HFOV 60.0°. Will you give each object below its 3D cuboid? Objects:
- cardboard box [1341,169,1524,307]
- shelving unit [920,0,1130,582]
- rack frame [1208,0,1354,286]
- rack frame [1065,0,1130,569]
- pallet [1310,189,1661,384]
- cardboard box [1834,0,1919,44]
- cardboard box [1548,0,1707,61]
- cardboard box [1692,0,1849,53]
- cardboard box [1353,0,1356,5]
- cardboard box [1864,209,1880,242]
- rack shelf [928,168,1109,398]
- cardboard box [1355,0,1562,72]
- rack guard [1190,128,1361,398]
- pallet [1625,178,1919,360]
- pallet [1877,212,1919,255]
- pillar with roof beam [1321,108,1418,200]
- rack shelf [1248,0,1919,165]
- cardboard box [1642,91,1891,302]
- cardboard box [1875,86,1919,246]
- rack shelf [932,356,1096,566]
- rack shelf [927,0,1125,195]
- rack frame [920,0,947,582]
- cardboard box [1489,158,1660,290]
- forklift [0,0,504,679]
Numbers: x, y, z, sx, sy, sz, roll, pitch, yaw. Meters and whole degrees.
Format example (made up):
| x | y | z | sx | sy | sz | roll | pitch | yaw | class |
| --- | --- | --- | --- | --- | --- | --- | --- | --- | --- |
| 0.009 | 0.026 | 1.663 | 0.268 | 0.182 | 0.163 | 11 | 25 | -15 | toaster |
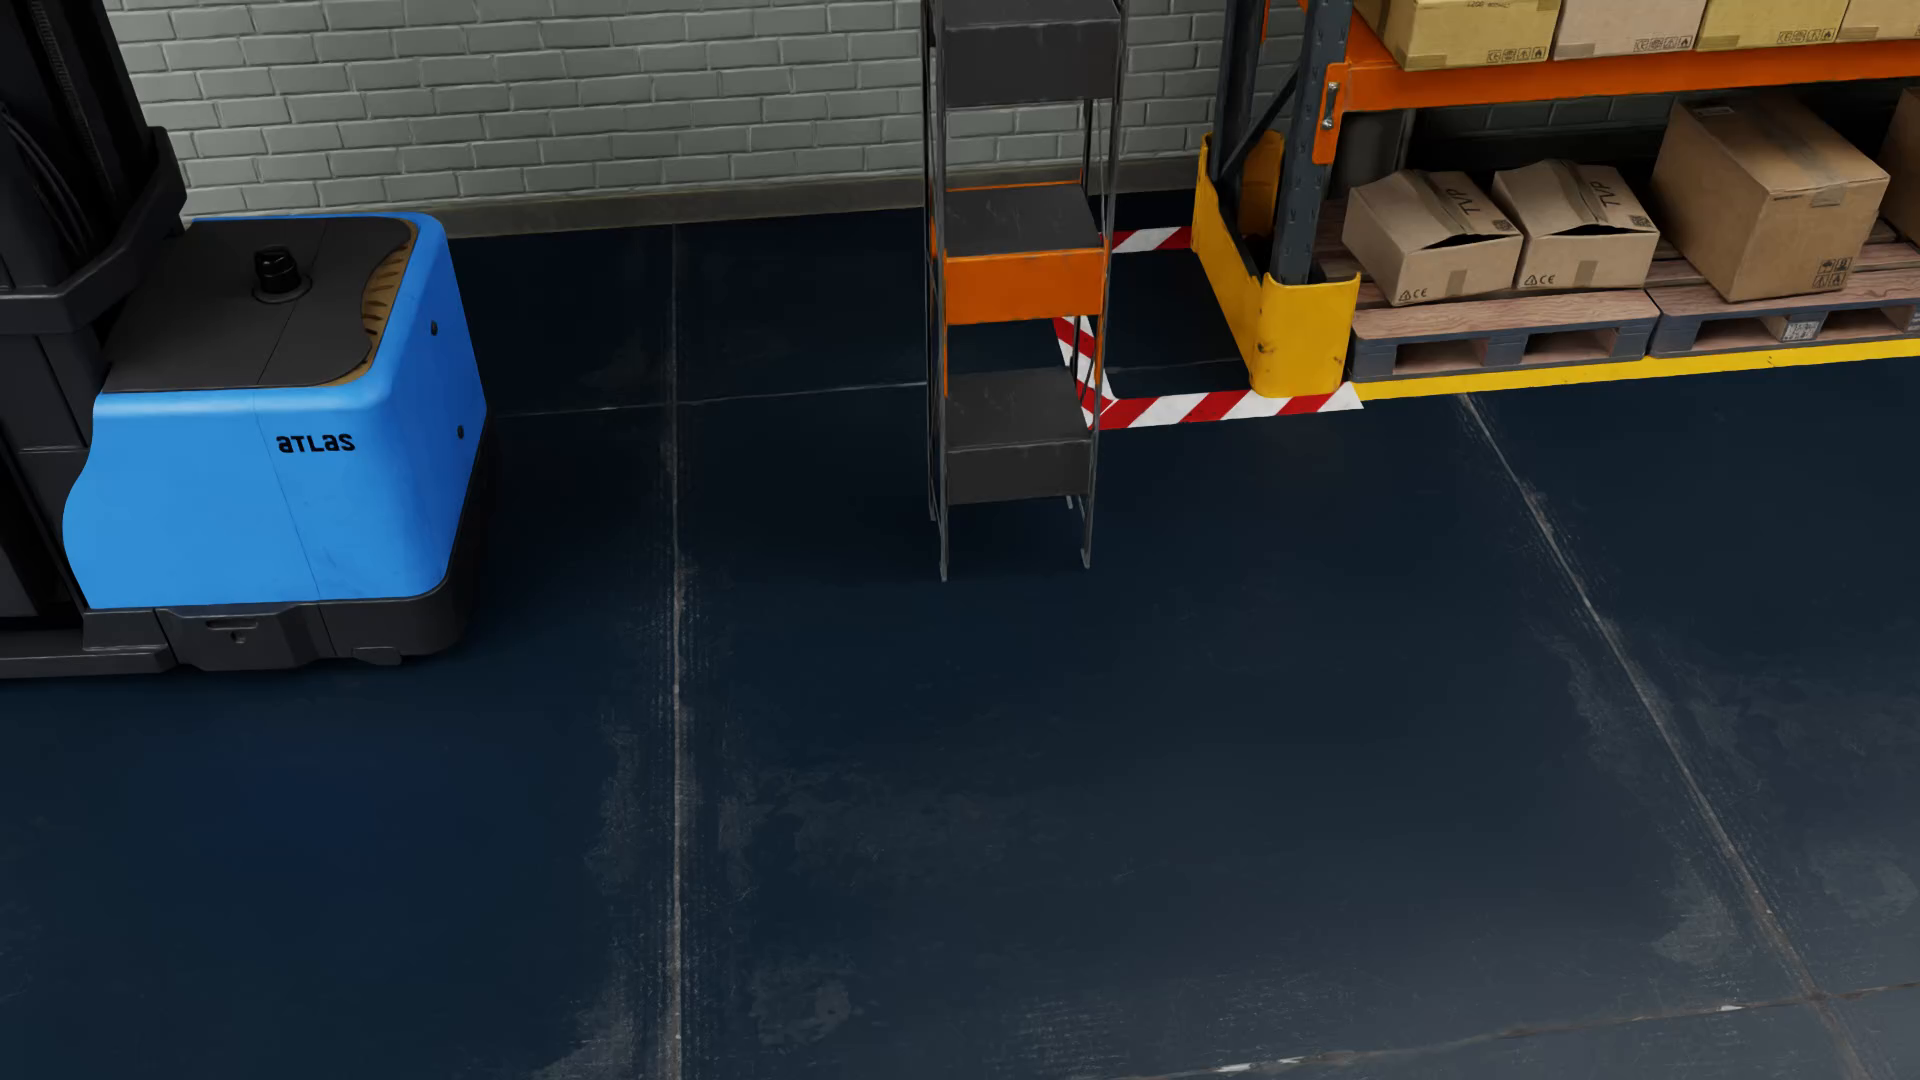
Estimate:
| x | y | z | sx | sy | sz | roll | pitch | yaw | class |
| --- | --- | --- | --- | --- | --- | --- | --- | --- | --- |
| 1.852 | -1.212 | 6.533 | 0.500 | 0.311 | 0.500 | -9 | 43 | -10 | cardboard box |
| 0.164 | -0.794 | 5.063 | 0.503 | 2.100 | 0.431 | -5 | 42 | -6 | shelving unit |
| 1.154 | -2.047 | 5.780 | 0.127 | 3.000 | 1.000 | -5 | 42 | -6 | rack frame |
| 0.406 | -0.815 | 5.086 | 0.015 | 2.100 | 0.400 | -5 | 42 | -6 | rack frame |
| 2.040 | -1.065 | 6.773 | 1.213 | 0.211 | 1.003 | -5 | 42 | -6 | pallet |
| 3.200 | -1.967 | 5.788 | 0.500 | 0.250 | 0.500 | -5 | 42 | -5 | cardboard box |
| 2.192 | -1.885 | 5.697 | 0.500 | 0.250 | 0.500 | -6 | 42 | -7 | cardboard box |
| 2.698 | -1.925 | 5.741 | 0.500 | 0.250 | 0.500 | -6 | 42 | -6 | cardboard box |
| 1.592 | -2.168 | 6.011 | 0.500 | 0.250 | 0.500 | -4 | 42 | -5 | cardboard box |
| 3.532 | -1.373 | 6.833 | 0.250 | 0.149 | 0.380 | -8 | 43 | -9 | cardboard box |
| 0.164 | -0.784 | 5.072 | 0.480 | 0.518 | 0.431 | -5 | 42 | -6 | rack shelf |
| 1.679 | -1.830 | 5.636 | 0.500 | 0.250 | 0.500 | -6 | 42 | -7 | cardboard box |
| 1.229 | -1.125 | 6.624 | 0.348 | 0.500 | 1.175 | -5 | 42 | -6 | rack guard |
| 3.247 | -1.169 | 6.888 | 1.213 | 0.211 | 1.003 | -5 | 42 | -6 | pallet |
| 4.459 | -1.277 | 7.008 | 1.213 | 0.211 | 1.003 | -5 | 42 | -6 | pallet |
| 2.294 | -2.051 | 1.305 | 0.400 | 9.000 | 9.100 | -5 | 42 | -6 | pillar with roof beam |
| 3.137 | -1.953 | 6.213 | 4.000 | 0.370 | 1.077 | -5 | 42 | -6 | rack shelf |
| 3.151 | -1.362 | 6.558 | 0.500 | 0.500 | 0.700 | -7 | 43 | -8 | cardboard box |
| 4.096 | -1.513 | 6.725 | 0.500 | 0.500 | 0.500 | -8 | 43 | -9 | cardboard box |
| 0.164 | -0.264 | 5.541 | 0.480 | 0.518 | 0.431 | -5 | 42 | -6 | rack shelf |
| 0.164 | -1.304 | 4.603 | 0.480 | 0.518 | 0.431 | -5 | 42 | -6 | rack shelf |
| -0.078 | -0.773 | 5.039 | 0.015 | 2.100 | 0.400 | -5 | 42 | -6 | rack frame |
| 2.417 | -1.261 | 6.588 | 0.500 | 0.311 | 0.500 | -2 | 42 | -2 | cardboard box |
| -3.122 | -0.973 | 4.640 | 3.031 | 2.935 | 1.130 | -2 | 42 | -2 | forklift |
